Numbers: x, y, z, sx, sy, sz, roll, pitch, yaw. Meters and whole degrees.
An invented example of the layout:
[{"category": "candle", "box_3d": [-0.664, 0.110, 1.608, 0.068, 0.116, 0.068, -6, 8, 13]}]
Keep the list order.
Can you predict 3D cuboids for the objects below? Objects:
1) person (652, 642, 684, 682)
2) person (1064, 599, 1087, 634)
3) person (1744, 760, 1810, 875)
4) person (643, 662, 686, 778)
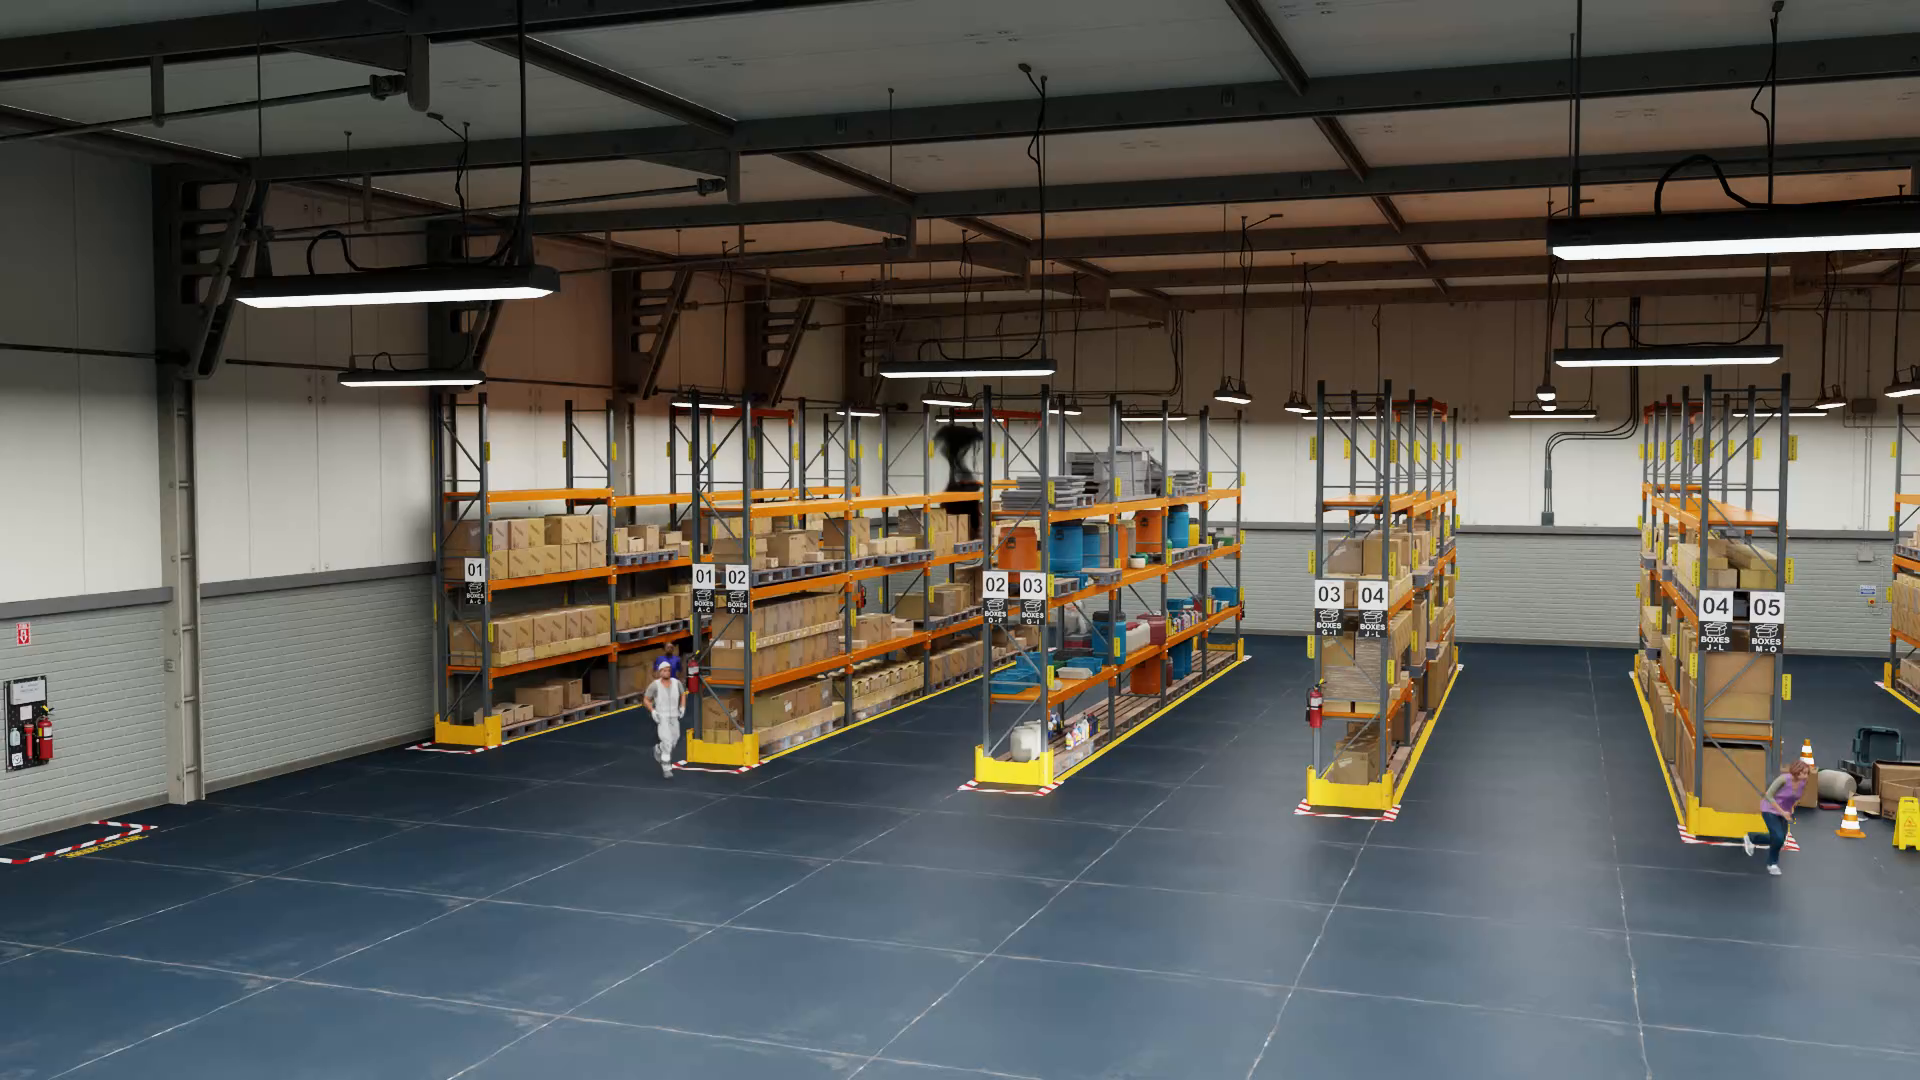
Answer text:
[{"category": "person", "box_3d": [-5.197, 2.670, 29.608, 0.576, 1.548, 0.601, -1, 3, -9]}, {"category": "person", "box_3d": [2.842, 1.905, 42.001, 0.695, 1.757, 0.930, -2, 3, -29]}, {"category": "person", "box_3d": [9.708, 3.260, 19.744, 0.552, 1.405, 0.875, -1, 3, -19]}, {"category": "person", "box_3d": [-4.582, 2.754, 25.775, 0.677, 1.774, 0.734, -2, 4, -33]}]
